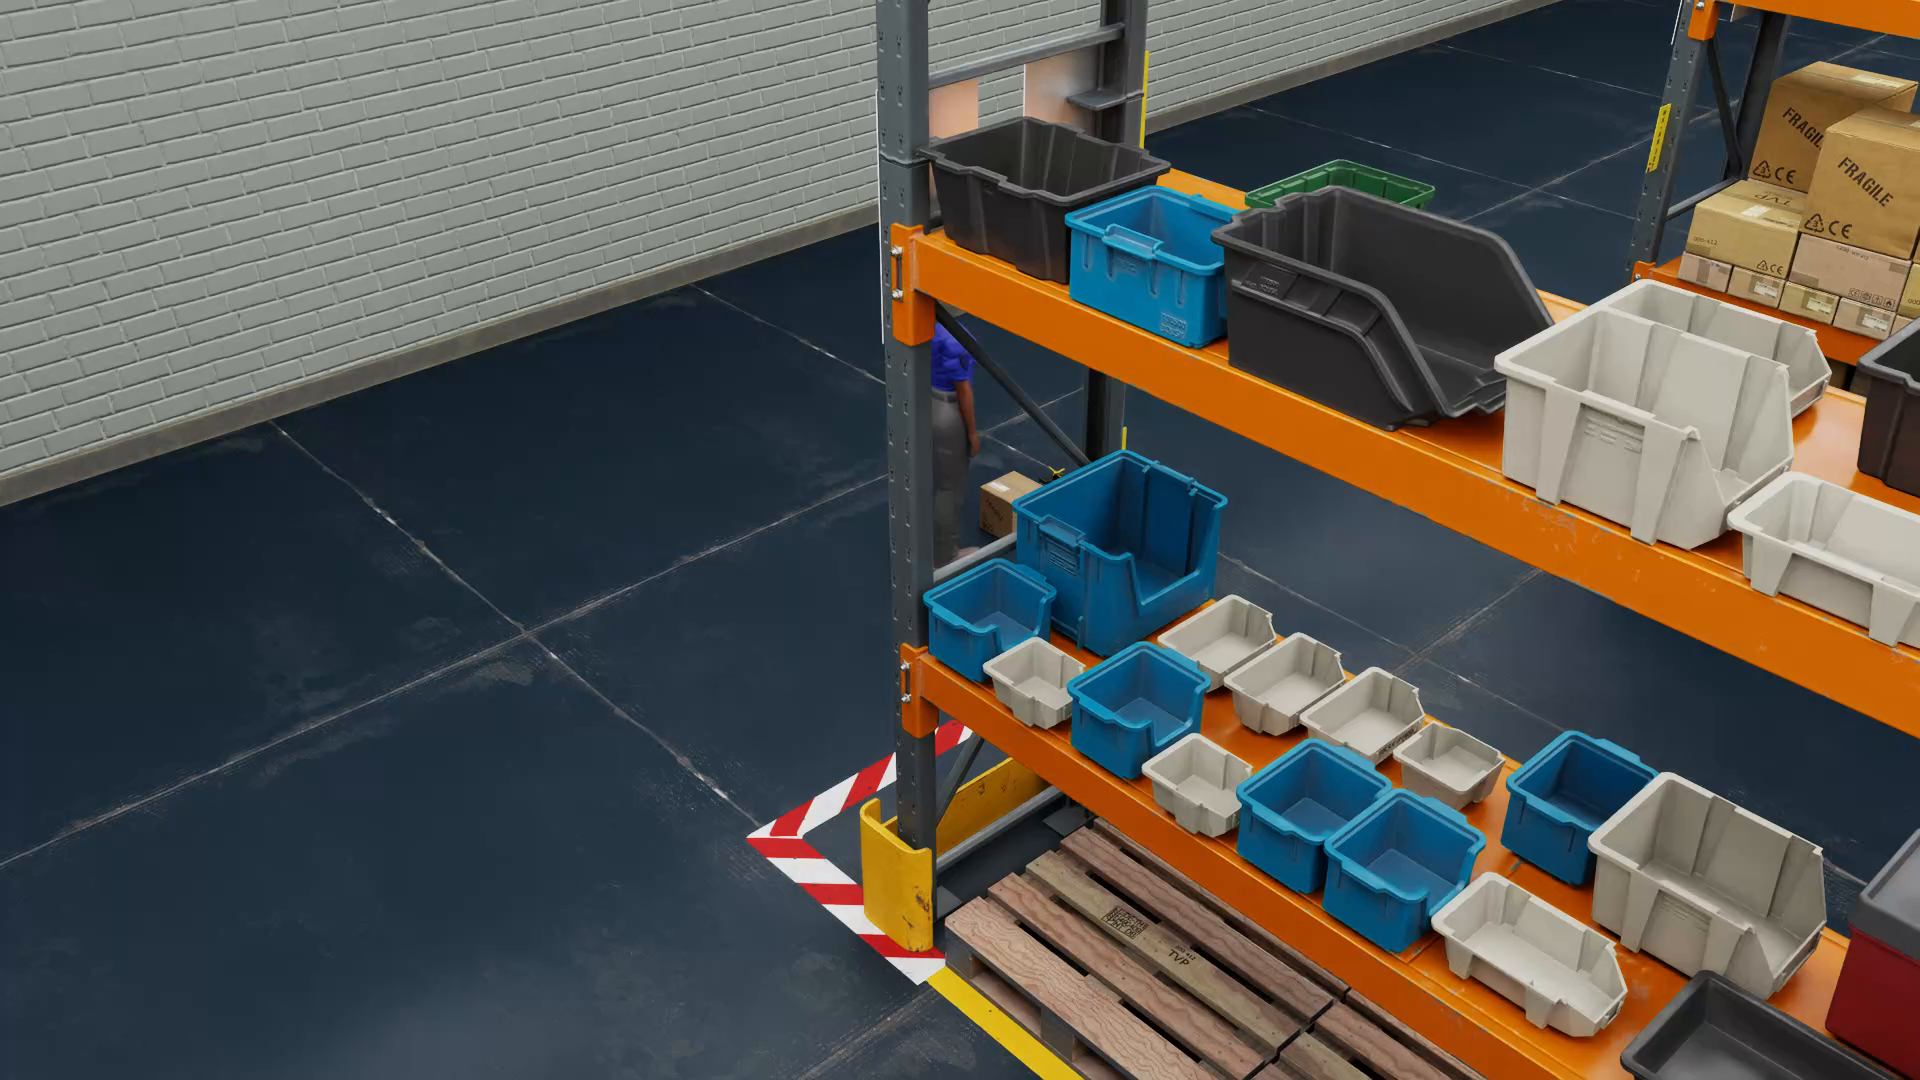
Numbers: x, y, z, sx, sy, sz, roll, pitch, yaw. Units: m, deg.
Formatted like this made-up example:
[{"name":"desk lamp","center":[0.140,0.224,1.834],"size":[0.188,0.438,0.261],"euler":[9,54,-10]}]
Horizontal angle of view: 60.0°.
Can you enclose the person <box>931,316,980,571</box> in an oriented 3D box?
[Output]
[{"name":"person","center":[-0.096,-0.597,8.094],"size":[0.330,1.671,0.480],"euler":[-25,40,-34]}]
